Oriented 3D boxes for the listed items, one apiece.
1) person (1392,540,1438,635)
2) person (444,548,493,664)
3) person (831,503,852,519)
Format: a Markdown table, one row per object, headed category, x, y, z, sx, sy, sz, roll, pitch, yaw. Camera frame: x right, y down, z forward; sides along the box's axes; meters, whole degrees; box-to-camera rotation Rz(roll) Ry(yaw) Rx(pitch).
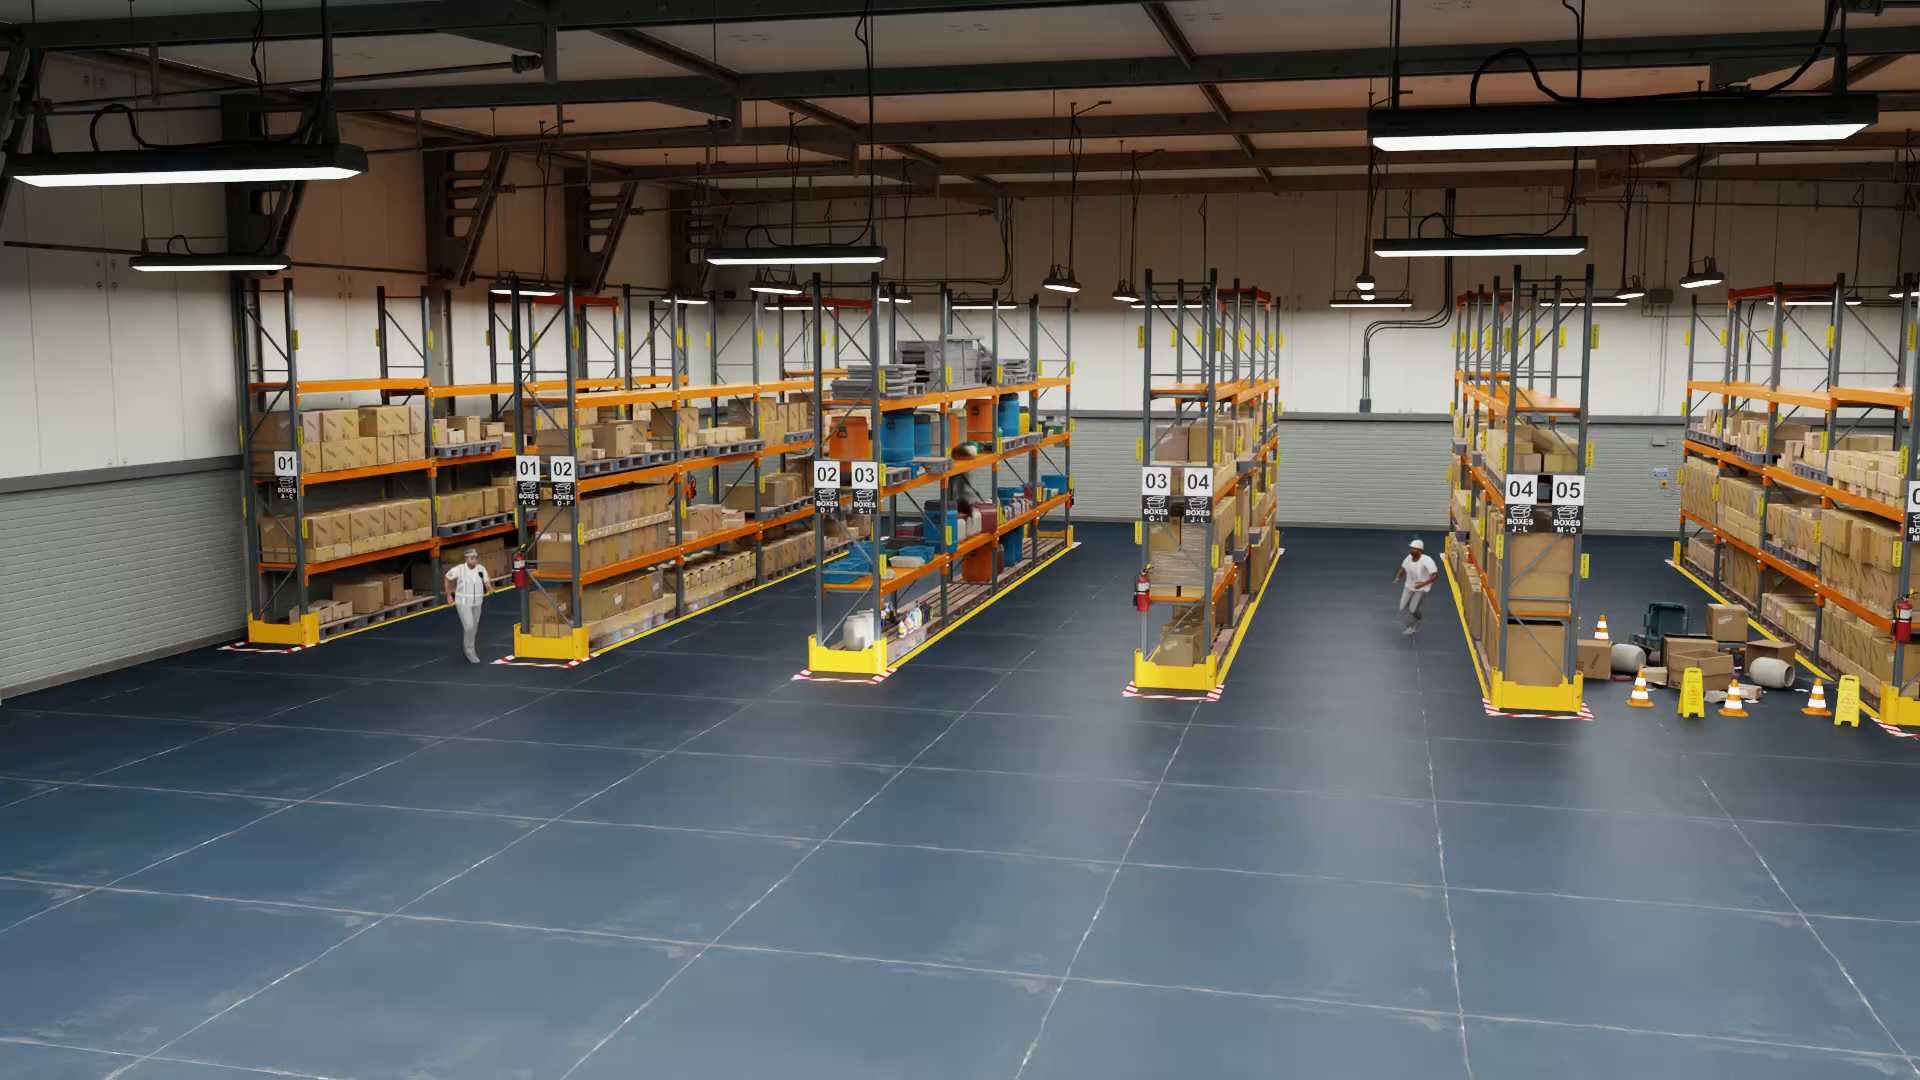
| category | x | y | z | sx | sy | sz | roll | pitch | yaw |
| --- | --- | --- | --- | --- | --- | --- | --- | --- | --- |
| person | 7.737 | 0.819 | 28.212 | 0.778 | 1.662 | 0.491 | 7 | 9 | 44 |
| person | -7.665 | 0.997 | 26.035 | 0.655 | 1.774 | 0.929 | -6 | 9 | -41 |
| person | -3.094 | -1.049 | 43.500 | 0.816 | 1.745 | 0.585 | 6 | 9 | 41 |
